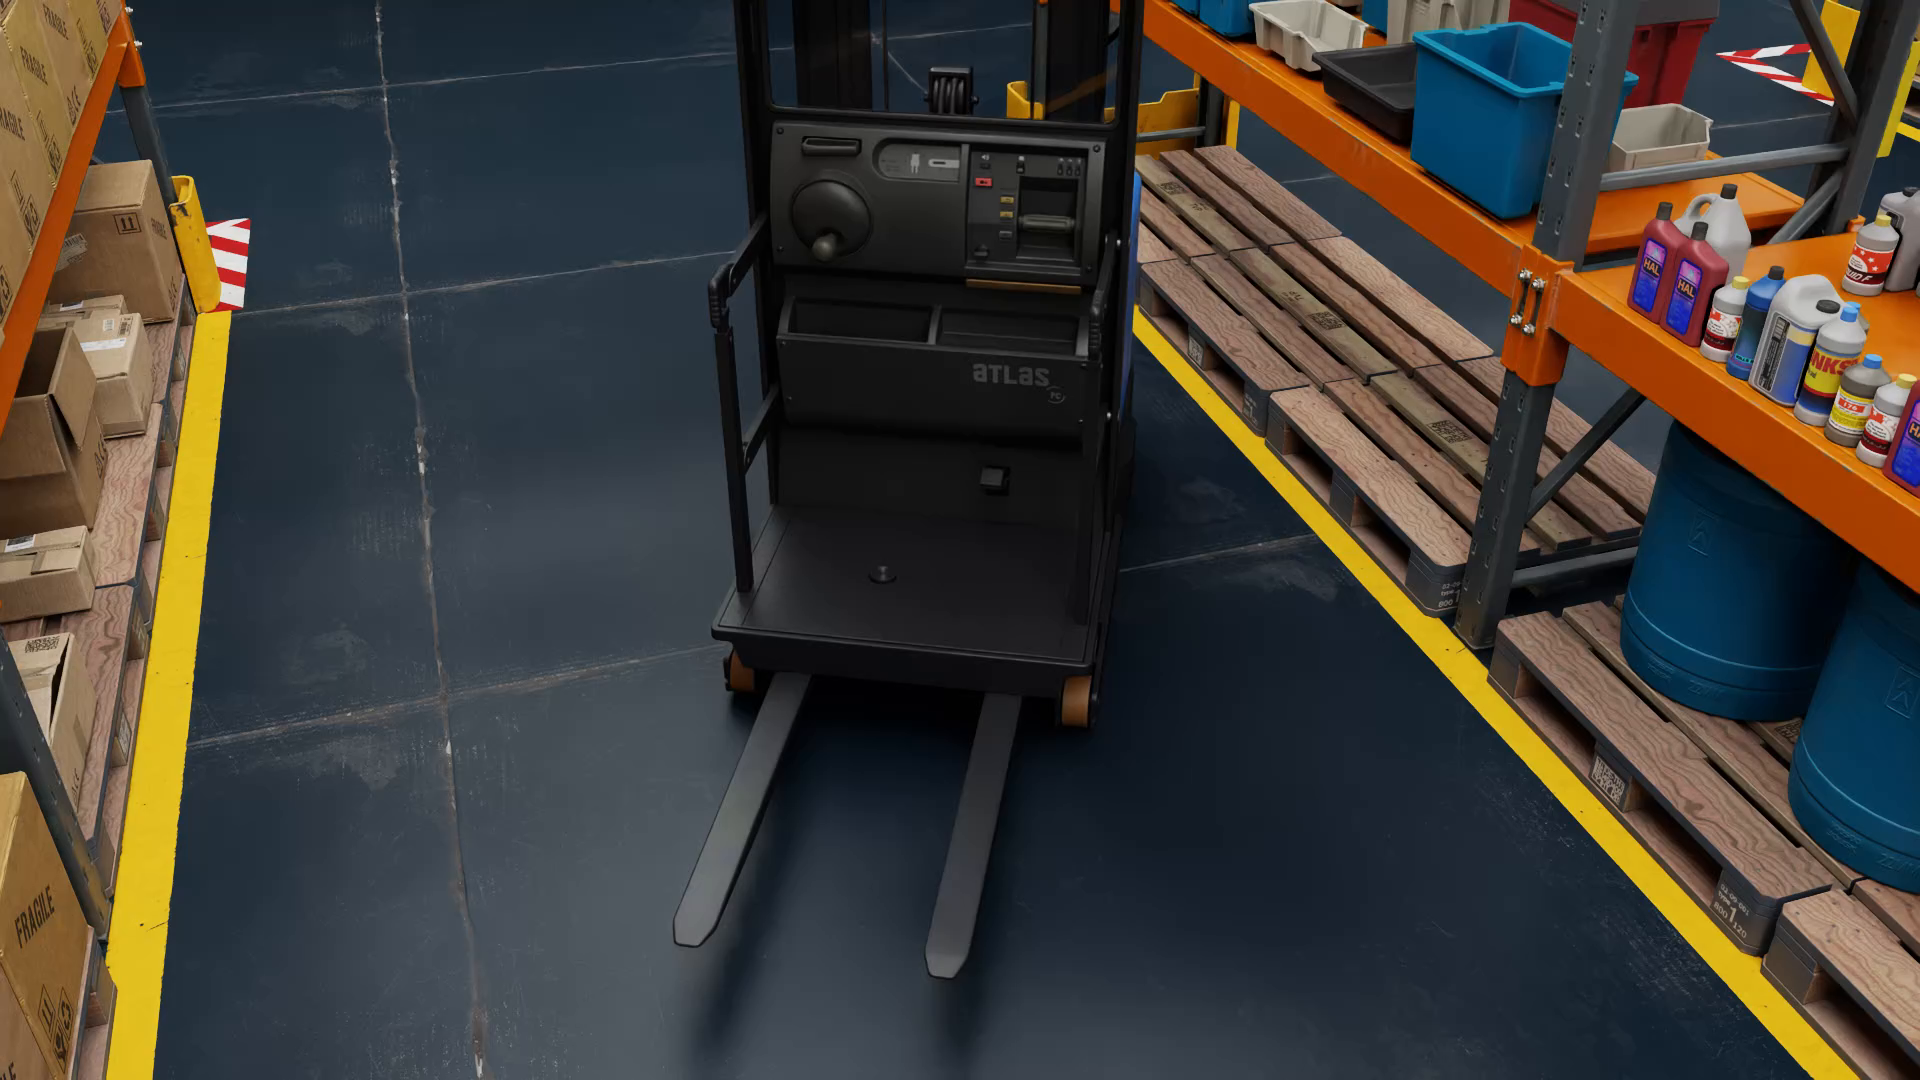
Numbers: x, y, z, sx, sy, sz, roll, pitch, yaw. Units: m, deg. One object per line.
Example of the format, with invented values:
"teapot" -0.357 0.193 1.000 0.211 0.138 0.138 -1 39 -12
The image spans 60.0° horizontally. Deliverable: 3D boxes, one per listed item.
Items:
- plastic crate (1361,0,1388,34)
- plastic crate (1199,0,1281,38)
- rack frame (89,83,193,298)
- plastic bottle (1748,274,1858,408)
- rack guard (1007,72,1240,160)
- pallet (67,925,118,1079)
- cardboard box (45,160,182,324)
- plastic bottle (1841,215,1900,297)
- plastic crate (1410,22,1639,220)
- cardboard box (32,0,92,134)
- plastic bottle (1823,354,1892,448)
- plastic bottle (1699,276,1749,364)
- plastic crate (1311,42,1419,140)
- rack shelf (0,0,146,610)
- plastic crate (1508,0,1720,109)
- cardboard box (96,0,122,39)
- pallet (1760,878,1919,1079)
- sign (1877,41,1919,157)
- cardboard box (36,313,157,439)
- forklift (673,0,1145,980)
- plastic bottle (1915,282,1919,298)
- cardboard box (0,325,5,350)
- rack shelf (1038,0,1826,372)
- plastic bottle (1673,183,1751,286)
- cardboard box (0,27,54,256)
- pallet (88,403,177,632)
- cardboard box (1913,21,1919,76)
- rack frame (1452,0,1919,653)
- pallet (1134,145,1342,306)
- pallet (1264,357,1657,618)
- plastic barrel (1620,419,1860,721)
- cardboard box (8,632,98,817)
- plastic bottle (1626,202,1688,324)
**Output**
"plastic crate" 1.717 -2.033 6.204 0.416 0.233 0.300 -10 35 -15
"plastic crate" 1.101 -2.035 6.206 0.416 0.233 0.300 -10 35 -15
"rack frame" -3.872 -2.282 6.483 1.000 3.000 0.127 -10 35 -15
"plastic bottle" 1.956 -0.462 3.841 0.152 0.276 0.135 -10 35 -15
"rack guard" 0.826 -2.081 8.446 1.175 0.500 0.348 -10 35 -15
"pallet" -2.368 1.402 3.437 1.003 0.211 1.213 -10 35 -15
"cardboard box" -3.472 -1.179 6.682 0.500 0.500 0.500 -10 35 -15
"plastic bottle" 2.381 -0.747 4.340 0.097 0.201 0.097 0 33 0
"plastic crate" 1.599 -1.219 4.835 0.392 0.384 0.575 -10 35 -15
"cardboard box" -3.168 -1.600 5.360 0.500 0.500 0.500 -10 35 -14
"plastic bottle" 1.995 -0.315 3.685 0.097 0.201 0.097 0 33 0
"plastic bottle" 1.865 -0.539 4.024 0.097 0.201 0.097 0 33 0
"plastic crate" 1.469 -1.466 5.443 0.437 0.125 0.590 -10 35 -15
"rack shelf" -3.262 -0.932 5.092 1.077 0.370 4.000 -10 35 -15
"plastic crate" 2.033 -1.576 5.302 0.402 0.464 0.583 -10 35 -15
"cardboard box" -3.476 -2.135 6.169 0.500 0.500 0.500 -9 35 -13
"pallet" 2.638 1.204 3.737 1.003 0.211 1.213 -10 35 -15
"sign" 2.591 -1.220 4.625 0.100 0.325 0.005 -10 35 -15
"cardboard box" -3.211 -0.571 5.988 0.500 0.250 0.500 -10 35 -15
"forklift" -0.100 -0.882 4.426 1.130 2.935 3.031 5 34 8
"plastic bottle" 2.556 -0.722 4.301 0.097 0.201 0.097 0 33 0
"cardboard box" -2.548 -0.537 3.752 0.500 0.500 0.500 -9 35 -13
"rack shelf" 1.456 -1.763 6.350 1.077 0.370 4.000 -10 35 -15
"plastic bottle" 1.877 -0.732 4.182 0.144 0.351 0.185 -10 35 -15
"cardboard box" -2.858 -1.069 4.556 0.500 0.500 0.500 -10 35 -15
"pallet" -3.237 -0.021 5.591 1.003 0.211 1.213 -10 35 -15
"cardboard box" 5.834 -2.912 8.983 0.875 0.875 0.875 -10 35 -15
"rack frame" 2.066 -1.013 4.563 1.000 3.000 0.127 -10 35 -15
"pallet" 1.061 -1.510 7.844 1.003 0.211 1.213 -10 35 -15
"pallet" 1.805 -0.229 5.906 1.003 0.211 1.213 -10 35 -15
"plastic barrel" 2.216 -0.025 4.589 0.600 0.901 0.708 -10 35 -15
"cardboard box" -2.574 0.499 4.313 0.500 0.311 0.500 -10 35 -15
"plastic bottle" 1.772 -0.700 4.195 0.061 0.283 0.133 -10 35 -15
